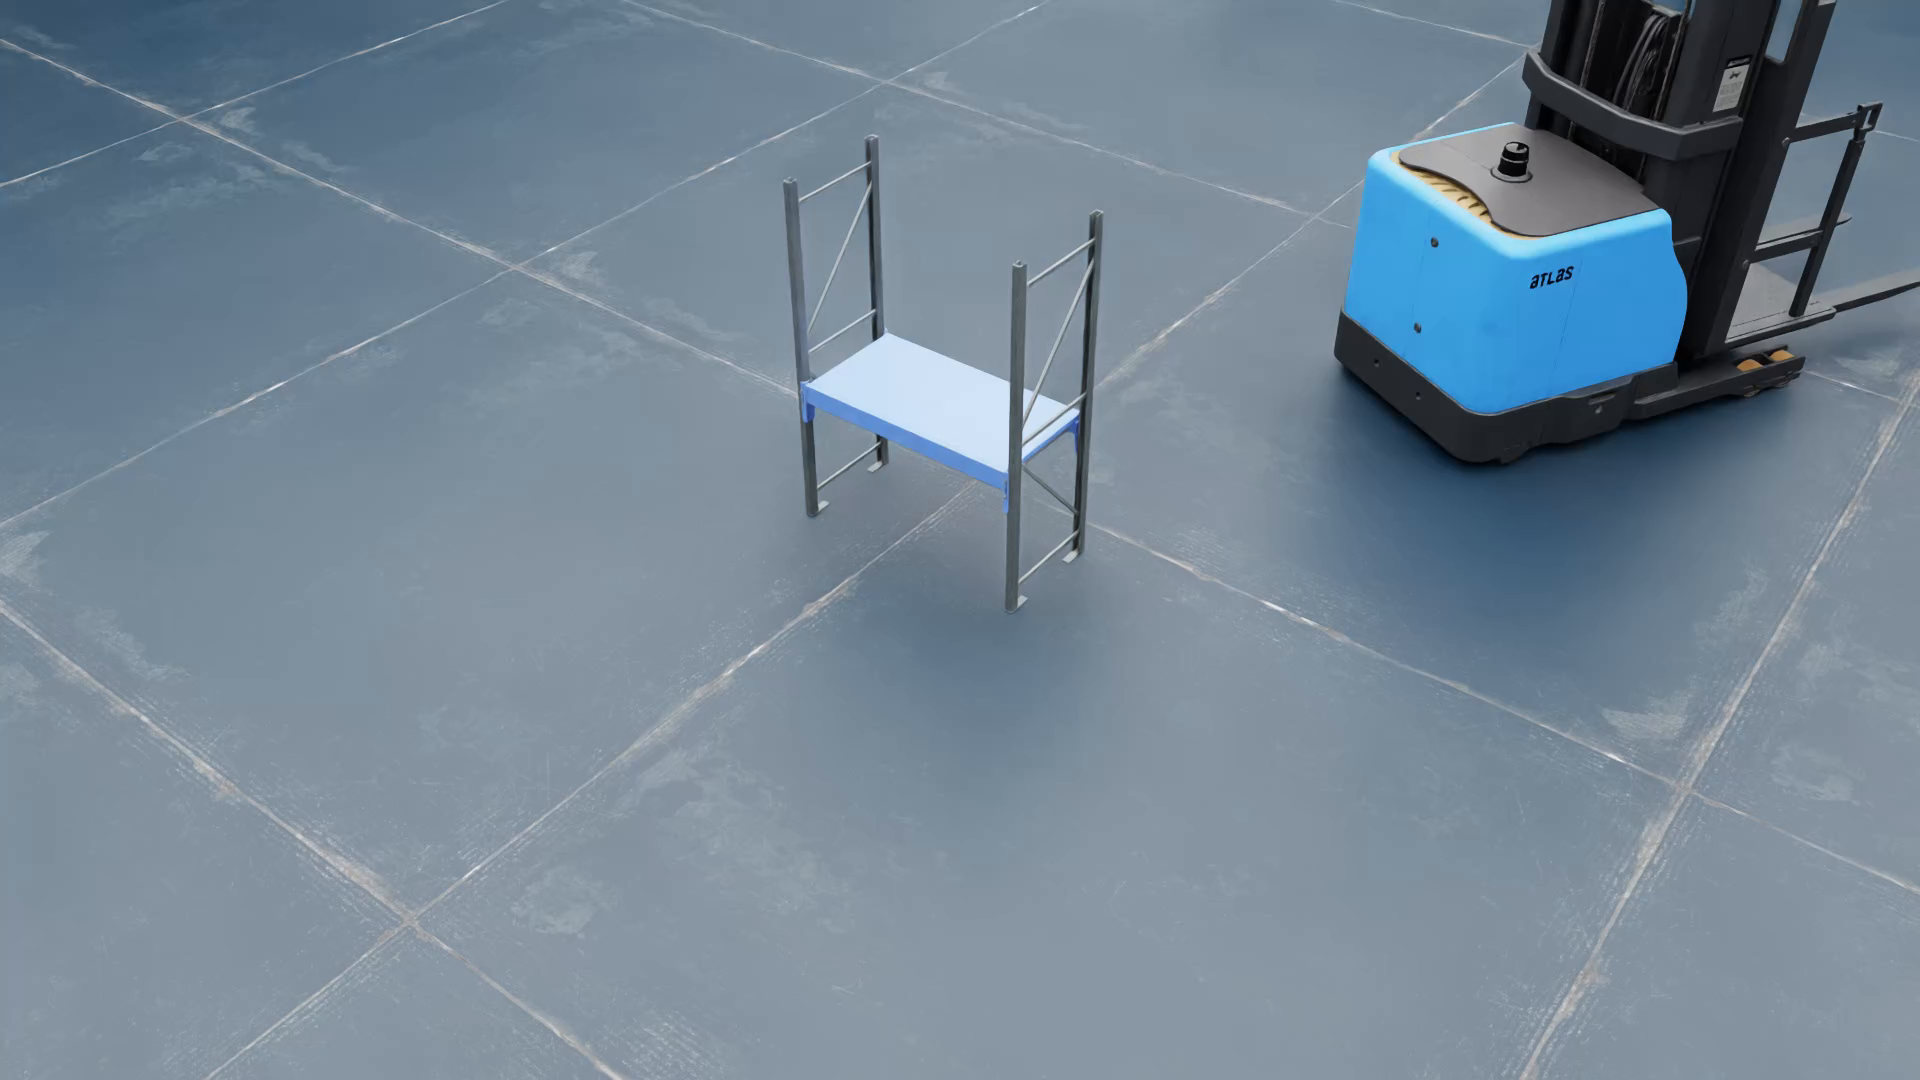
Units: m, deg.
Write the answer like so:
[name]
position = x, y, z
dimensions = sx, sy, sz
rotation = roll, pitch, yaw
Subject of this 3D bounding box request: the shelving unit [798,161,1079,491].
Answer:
[shelving unit]
position = -0.084, -0.629, 6.337
dimensions = 0.991, 1.308, 0.475
rotation = 25, 45, 29

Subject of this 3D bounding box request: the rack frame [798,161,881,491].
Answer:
[rack frame]
position = -0.473, -0.812, 6.571
dimensions = 0.013, 1.308, 0.475
rotation = 25, 45, 29

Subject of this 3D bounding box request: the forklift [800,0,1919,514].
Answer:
[forklift]
position = 8.675, -0.806, 4.860
dimensions = 15.967, 3.598, 10.324
rotation = -16, 41, -19

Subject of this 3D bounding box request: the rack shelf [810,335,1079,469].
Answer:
[rack shelf]
position = -0.068, -0.519, 6.409
dimensions = 0.952, 0.062, 0.459
rotation = 25, 45, 29
